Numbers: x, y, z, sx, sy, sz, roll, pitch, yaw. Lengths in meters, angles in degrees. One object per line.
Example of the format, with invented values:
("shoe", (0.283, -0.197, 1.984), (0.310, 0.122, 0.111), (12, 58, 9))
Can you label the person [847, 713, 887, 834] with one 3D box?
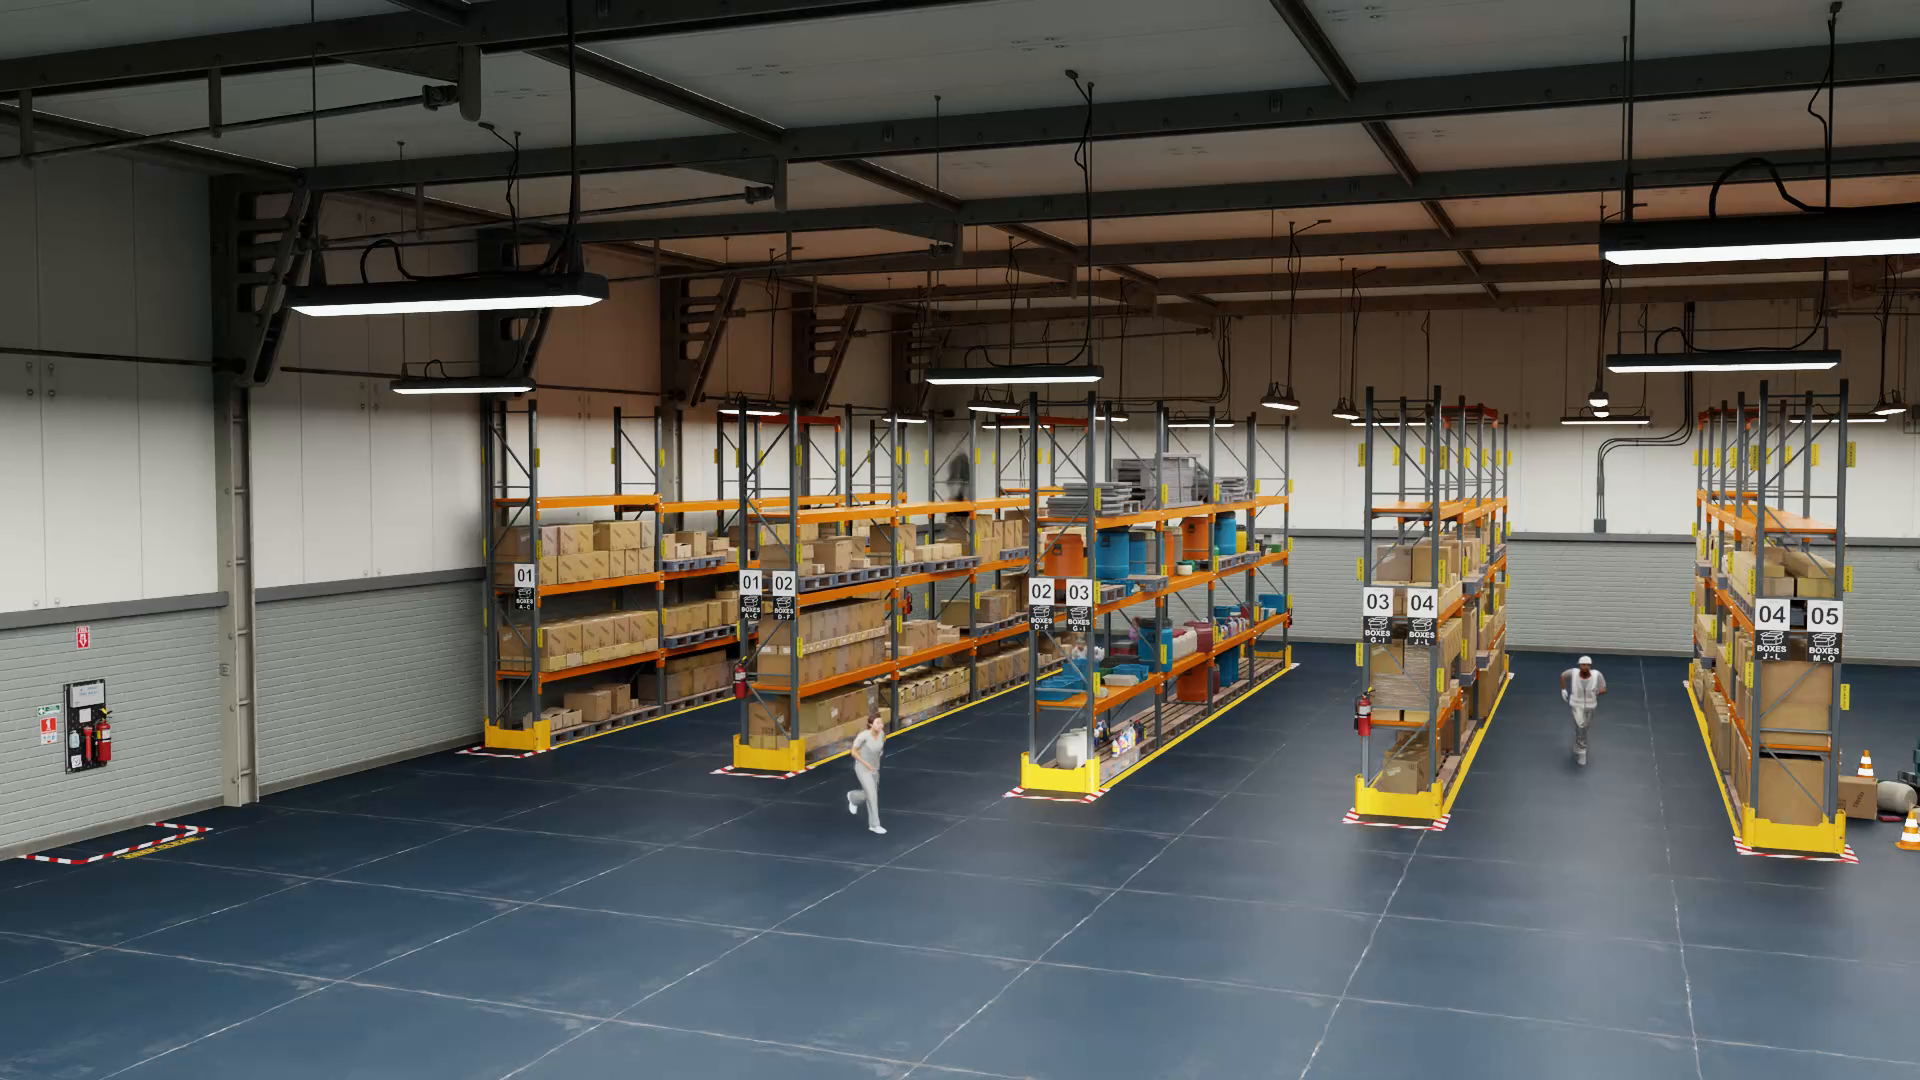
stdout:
("person", (-1.299, 3.106, 22.391), (0.538, 1.613, 0.786), (-2, 4, -37))

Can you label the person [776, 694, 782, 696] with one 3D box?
("person", (-3.339, 2.543, 31.838), (0.647, 1.743, 0.616), (0, 3, 3))

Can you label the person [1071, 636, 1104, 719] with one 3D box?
("person", (2.504, 2.644, 32.254), (0.658, 1.626, 0.967), (1, 3, 27))

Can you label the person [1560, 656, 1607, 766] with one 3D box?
("person", (10.280, 2.782, 27.469), (0.675, 1.788, 0.984), (0, 3, 6))

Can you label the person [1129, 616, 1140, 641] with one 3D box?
("person", (3.843, 2.447, 35.713), (0.523, 1.650, 0.721), (2, 3, 33))
